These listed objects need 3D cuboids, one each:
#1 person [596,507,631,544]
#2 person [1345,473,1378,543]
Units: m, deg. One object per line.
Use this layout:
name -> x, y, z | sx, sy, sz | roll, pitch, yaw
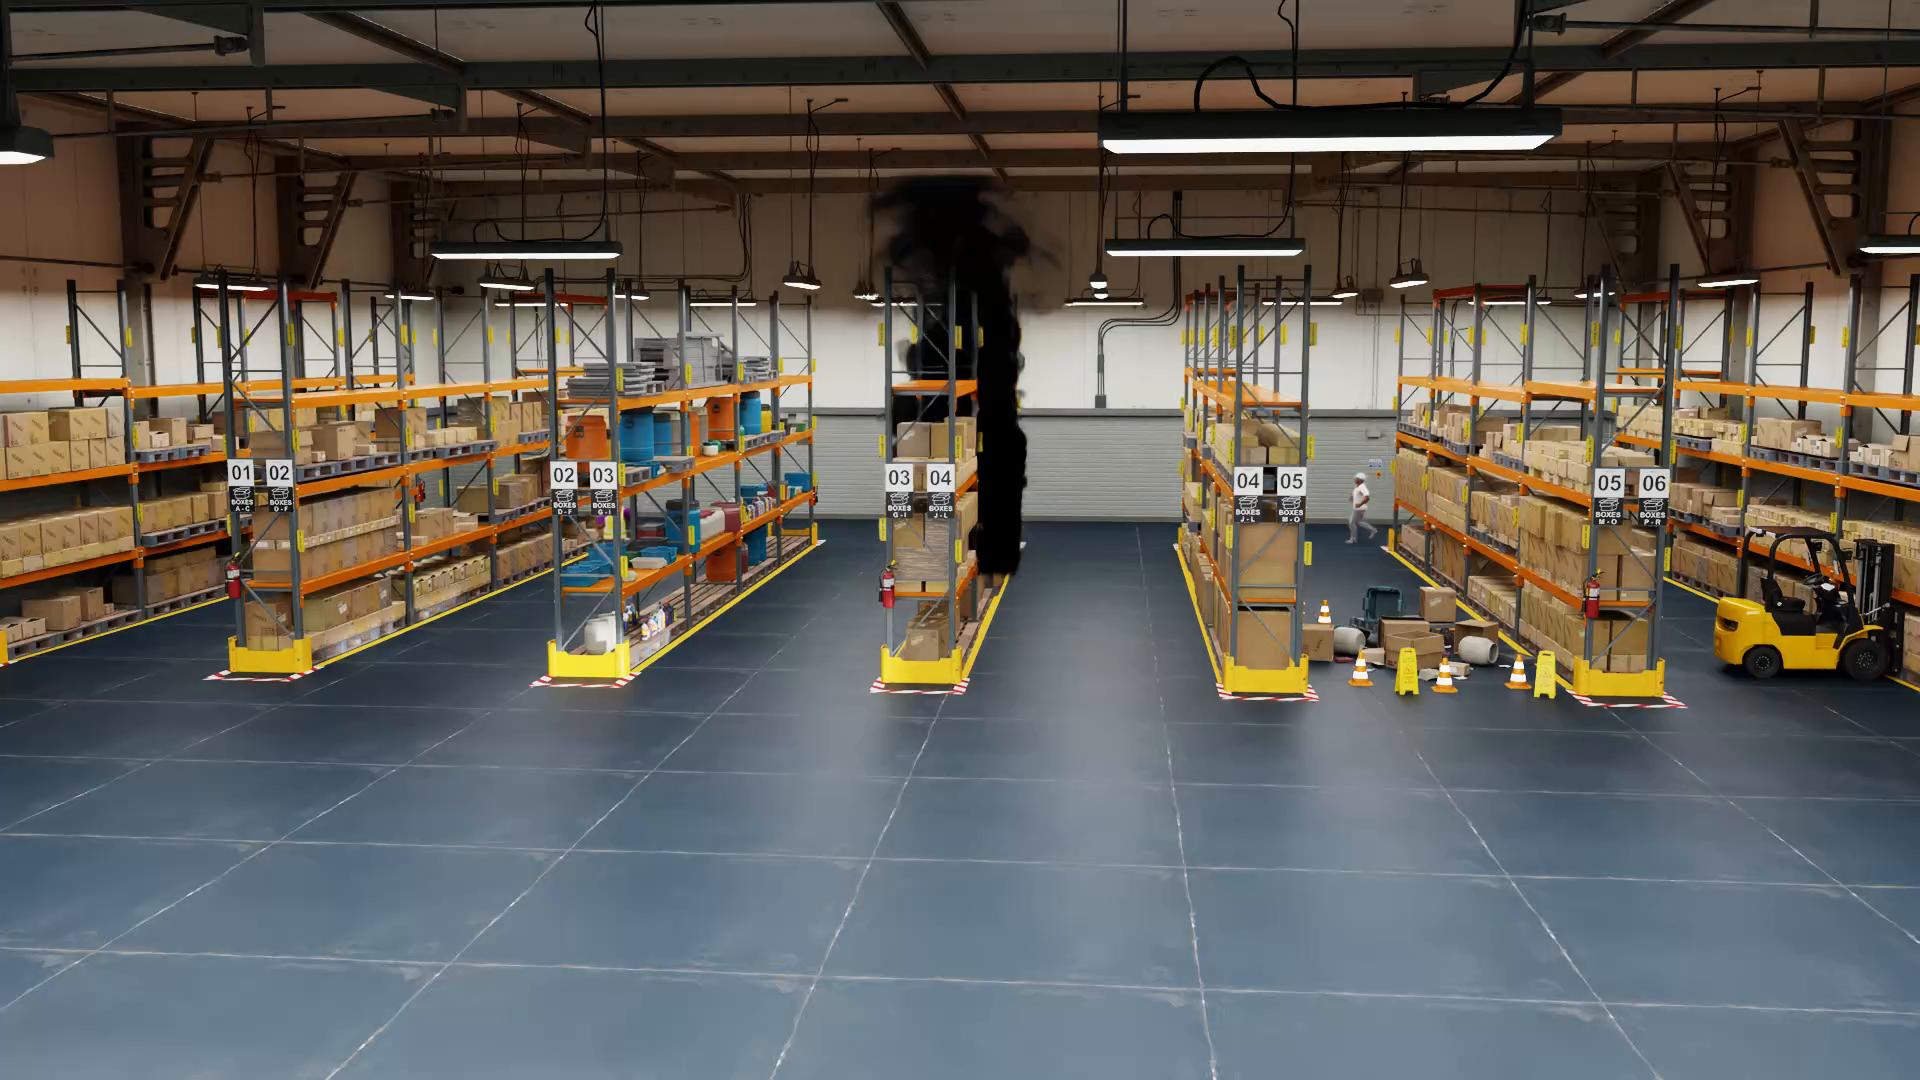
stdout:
person -> -6.493, 0.021, 31.256 | 0.683, 1.820, 0.790 | 0, 7, 1
person -> 9.803, -0.769, 40.513 | 0.792, 1.750, 0.713 | 1, 7, 12
